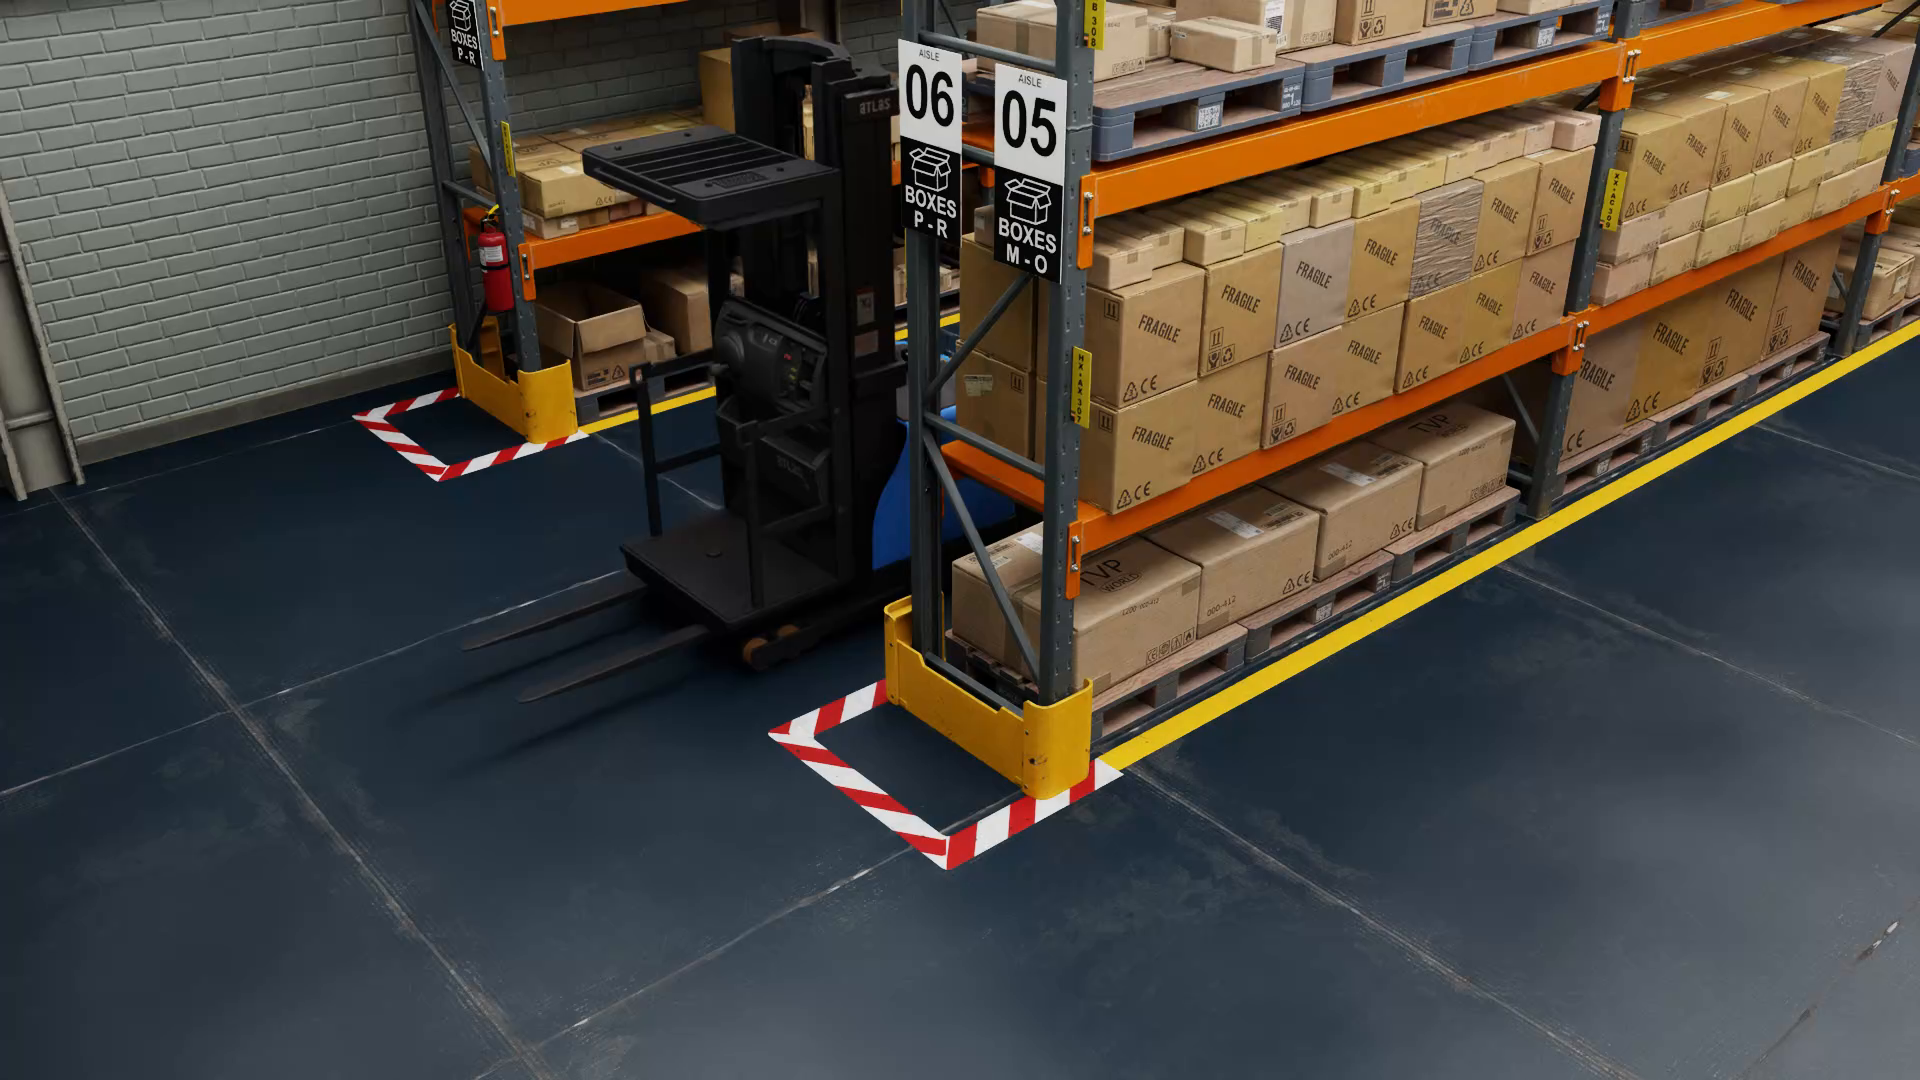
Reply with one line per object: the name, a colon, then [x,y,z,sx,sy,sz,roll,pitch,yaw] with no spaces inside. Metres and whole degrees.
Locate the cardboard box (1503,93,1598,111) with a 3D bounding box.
cardboard box: [3.353,-2.335,9.770,0.500,0.500,0.500,-21,34,-33]

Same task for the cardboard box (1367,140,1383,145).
cardboard box: [1.966,-2.088,8.620,0.250,0.149,0.380,-23,36,-36]

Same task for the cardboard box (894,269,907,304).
cardboard box: [-0.553,-1.996,12.758,0.258,0.266,0.396,-20,34,-33]

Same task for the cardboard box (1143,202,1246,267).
cardboard box: [1.008,-1.324,7.190,0.250,0.149,0.380,-21,34,-33]

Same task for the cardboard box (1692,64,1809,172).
cardboard box: [4.839,-2.618,10.300,0.500,0.500,0.500,-23,35,-36]

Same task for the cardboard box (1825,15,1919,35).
cardboard box: [6.770,-3.608,12.452,0.500,0.500,0.500,-23,35,-36]

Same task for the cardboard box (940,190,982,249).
cardboard box: [0.133,-2.741,13.903,0.500,0.500,0.500,-22,35,-35]

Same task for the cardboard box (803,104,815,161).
cardboard box: [-1.037,-2.917,11.870,0.500,0.250,0.500,-22,35,-35]

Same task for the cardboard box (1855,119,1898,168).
cardboard box: [6.015,-2.762,11.364,0.500,0.250,0.500,-22,35,-35]

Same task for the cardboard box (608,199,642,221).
cardboard box: [-2.323,-2.257,11.057,0.250,0.149,0.380,-22,35,-36]

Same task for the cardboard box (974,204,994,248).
cardboard box: [0.276,-1.352,7.243,0.250,0.149,0.380,-21,35,-34]

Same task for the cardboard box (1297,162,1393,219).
cardboard box: [1.790,-1.639,7.780,0.250,0.149,0.380,-23,36,-36]

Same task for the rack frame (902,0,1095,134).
rack frame: [0.133,-3.045,5.901,0.127,3.000,1.000,-22,35,-35]

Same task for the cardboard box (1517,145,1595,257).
cardboard box: [2.996,-1.865,8.890,0.500,0.500,0.500,-22,35,-35]

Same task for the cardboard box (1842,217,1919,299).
cardboard box: [7.211,-2.271,13.159,0.625,0.372,0.950,-23,36,-36]

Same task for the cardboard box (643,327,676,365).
cardboard box: [-2.216,-1.375,11.720,0.250,0.149,0.380,-24,36,-37]

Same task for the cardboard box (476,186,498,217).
cardboard box: [-3.014,-2.265,11.072,0.250,0.149,0.380,-22,35,-35]

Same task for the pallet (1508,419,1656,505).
pallet: [3.714,-0.656,10.754,1.213,0.211,1.003,-22,35,-35]

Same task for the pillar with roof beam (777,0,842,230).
pillar with roof beam: [1.631,-4.614,8.837,0.400,9.000,9.100,-22,35,-35]

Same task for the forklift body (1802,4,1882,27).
forklift body: [8.822,-5.464,17.693,1.214,2.155,2.313,-22,35,-35]

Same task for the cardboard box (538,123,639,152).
cardboard box: [-2.521,-2.636,11.344,0.500,0.250,0.500,-22,35,-35]

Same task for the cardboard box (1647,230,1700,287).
cardboard box: [4.075,-1.756,10.012,0.500,0.250,0.500,-23,36,-36]

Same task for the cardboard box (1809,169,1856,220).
cardboard box: [5.624,-2.371,11.163,0.500,0.250,0.500,-21,35,-34]

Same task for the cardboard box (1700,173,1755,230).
cardboard box: [4.473,-2.125,10.173,0.500,0.250,0.500,-21,35,-34]

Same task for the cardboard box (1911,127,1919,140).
cardboard box: [6.824,-3.028,12.055,0.250,0.149,0.380,-24,37,-38]

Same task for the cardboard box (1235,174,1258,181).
cardboard box: [1.211,-1.762,8.010,0.250,0.149,0.380,-21,35,-34]

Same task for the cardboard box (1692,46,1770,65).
cardboard box: [4.910,-2.961,10.941,0.500,0.500,0.500,-21,34,-34]

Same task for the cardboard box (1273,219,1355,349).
cardboard box: [1.458,-1.250,7.740,0.500,0.500,0.500,-22,35,-35]

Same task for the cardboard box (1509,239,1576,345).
cardboard box: [2.989,-1.434,9.144,0.500,0.500,0.500,-22,35,-34]

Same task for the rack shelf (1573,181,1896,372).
rack shelf: [4.697,-1.918,10.919,4.000,0.370,1.077,-22,35,-35]

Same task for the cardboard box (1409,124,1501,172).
cardboard box: [2.500,-1.988,8.431,0.250,0.149,0.380,-22,35,-35]

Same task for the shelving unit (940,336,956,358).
shelving unit: [0.443,-0.740,9.942,1.048,1.125,0.538,-22,35,-35]

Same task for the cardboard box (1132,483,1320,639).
cardboard box: [1.261,0.025,8.794,0.875,0.438,0.875,-21,34,-34]

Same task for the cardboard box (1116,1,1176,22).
cardboard box: [1.456,-4.097,13.683,0.500,0.500,0.700,-22,35,-35]

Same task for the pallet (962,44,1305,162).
pallet: [0.690,-1.914,7.060,1.213,0.211,1.003,-22,35,-35]

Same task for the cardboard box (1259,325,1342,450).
cardboard box: [1.450,-0.801,7.961,0.500,0.500,0.500,-22,35,-35]

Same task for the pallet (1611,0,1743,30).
pallet: [3.841,-3.160,9.501,1.217,0.209,0.805,-24,36,-37]

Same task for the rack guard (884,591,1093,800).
rack guard: [0.115,0.710,7.890,0.348,0.500,1.175,-22,35,-35]

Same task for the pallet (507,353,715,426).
pallet: [-2.428,-1.216,11.801,1.213,0.211,1.003,-22,35,-35]

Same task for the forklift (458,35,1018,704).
forklift: [-1.130,-0.905,8.333,3.031,2.935,1.130,-22,35,-34]

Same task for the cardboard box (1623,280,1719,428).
cardboard box: [4.278,-1.369,10.937,0.875,0.875,0.875,-21,34,-34]

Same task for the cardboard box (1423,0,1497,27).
cardboard box: [2.171,-2.797,7.957,0.637,0.503,0.797,-19,33,-31]

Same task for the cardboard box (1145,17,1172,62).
cardboard box: [0.684,-2.168,7.156,0.250,0.149,0.380,-25,37,-39]

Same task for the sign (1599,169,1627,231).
sign: [3.537,-1.841,9.010,0.005,0.325,0.100,-22,35,-35]

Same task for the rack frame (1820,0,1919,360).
rack frame: [6.219,-2.847,11.894,0.127,3.000,1.000,-22,35,-35]

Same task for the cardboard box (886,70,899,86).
cardboard box: [-0.601,-3.412,12.796,0.500,0.250,0.500,-22,35,-35]
